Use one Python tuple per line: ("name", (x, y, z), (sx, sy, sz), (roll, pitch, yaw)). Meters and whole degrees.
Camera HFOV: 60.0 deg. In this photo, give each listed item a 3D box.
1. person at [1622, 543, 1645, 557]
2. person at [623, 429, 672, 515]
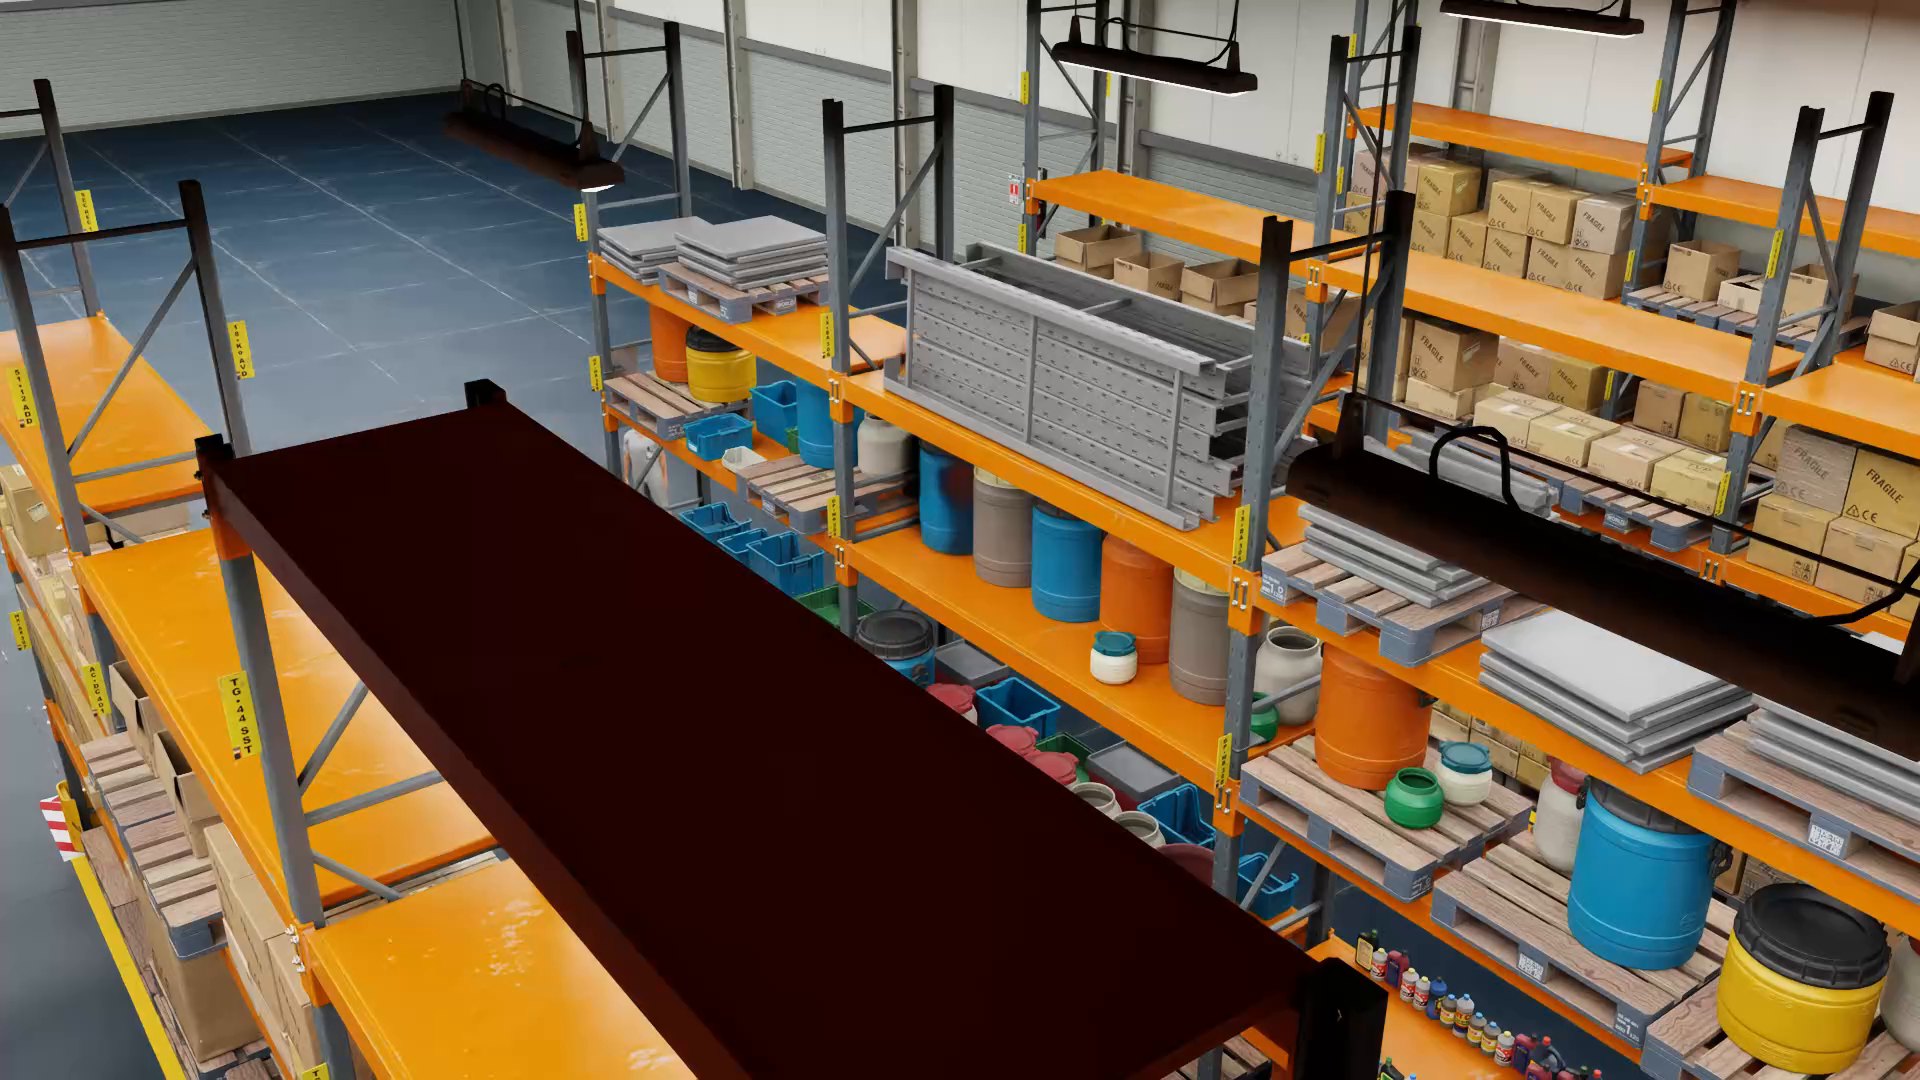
("person", (6.010, 0.781, 15.320), (0.393, 1.656, 0.566), (-22, 32, -38))
("person", (-3.464, -0.663, 18.473), (0.541, 1.695, 0.378), (7, 26, 16))
